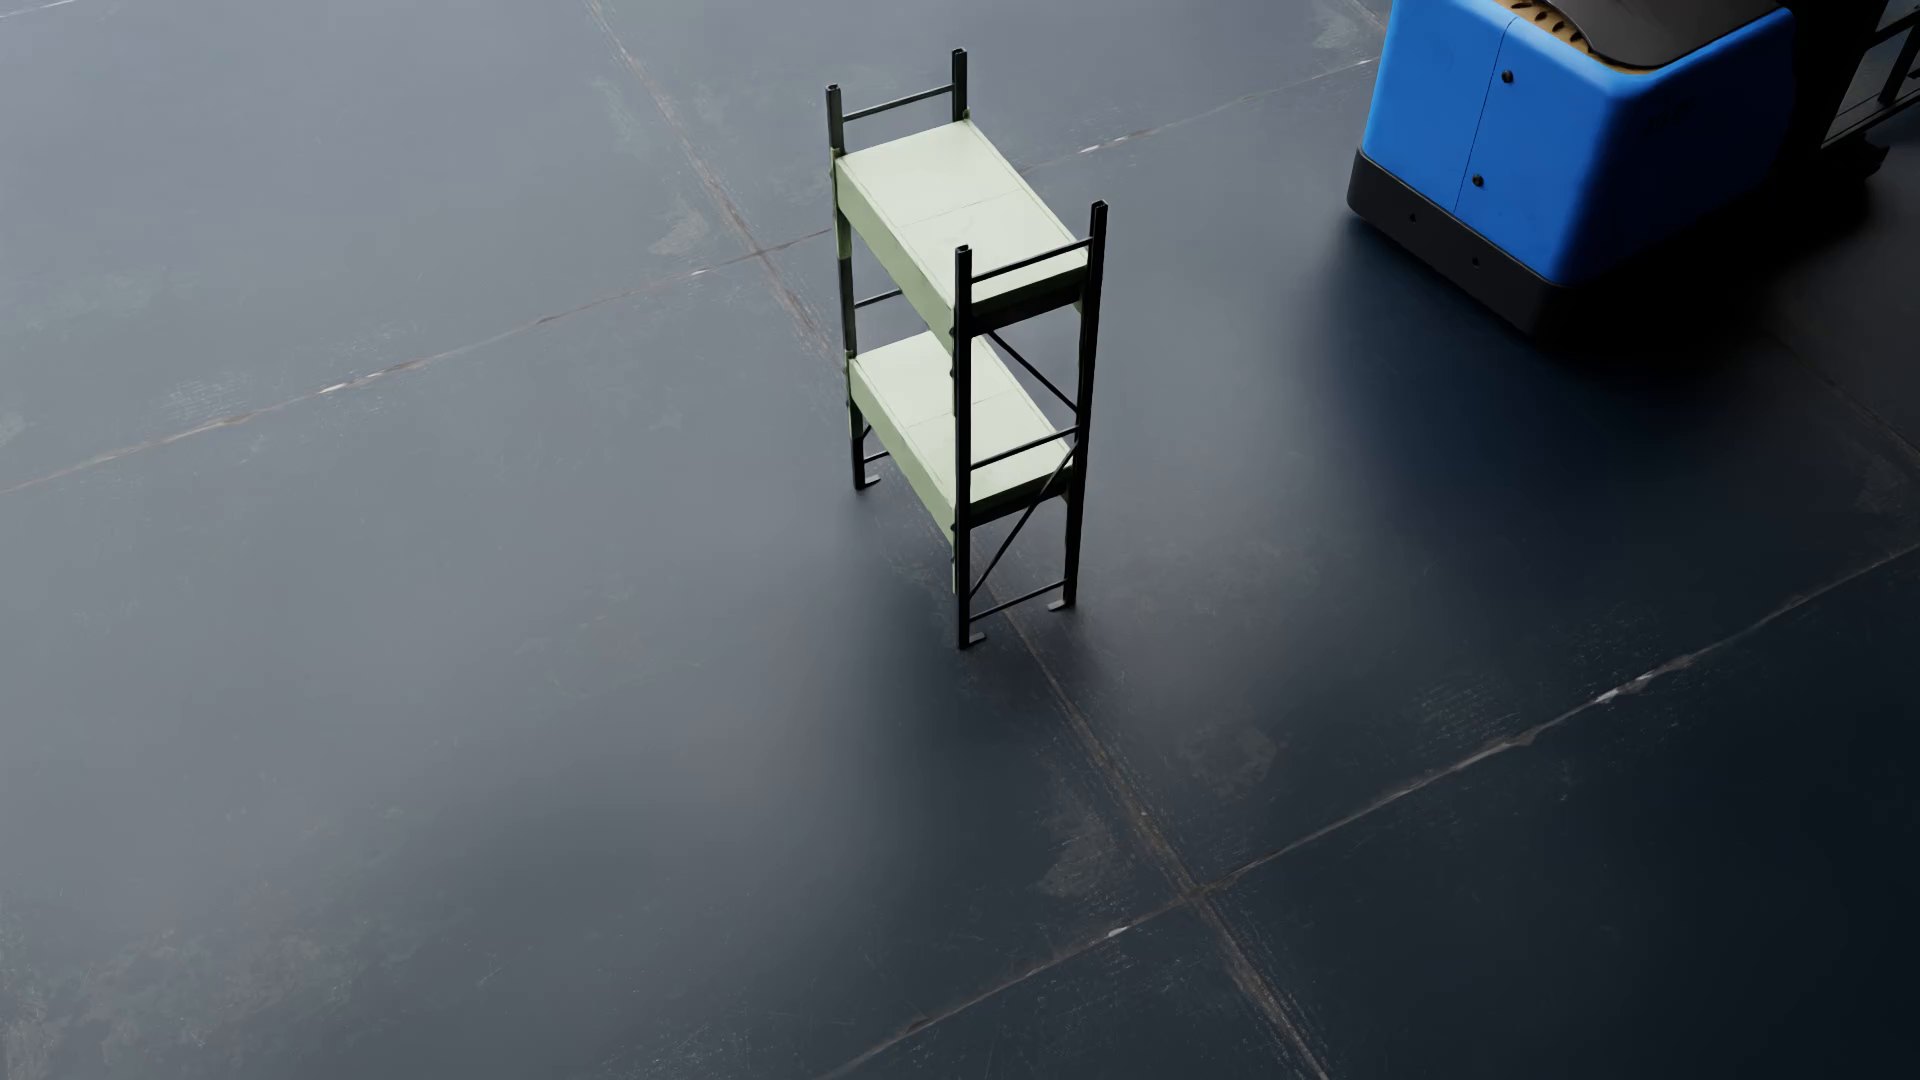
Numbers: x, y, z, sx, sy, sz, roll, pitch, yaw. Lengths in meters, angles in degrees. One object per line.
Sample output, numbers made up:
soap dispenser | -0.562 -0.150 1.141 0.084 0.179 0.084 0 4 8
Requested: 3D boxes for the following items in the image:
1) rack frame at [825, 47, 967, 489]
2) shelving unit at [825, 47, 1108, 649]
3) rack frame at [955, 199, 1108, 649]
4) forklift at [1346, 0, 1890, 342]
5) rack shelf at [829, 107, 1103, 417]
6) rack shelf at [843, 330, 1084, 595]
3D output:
rack frame | -0.164 -0.734 4.896 0.400 1.500 0.023 -21 52 -18
shelving unit | 0.003 -0.489 4.682 0.431 1.500 0.755 -21 52 -18
rack frame | 0.171 -0.244 4.467 0.400 1.500 0.023 -21 52 -18
forklift | 2.953 -2.555 5.537 3.031 2.935 1.130 -28 55 -23
rack shelf | 0.003 -0.746 4.388 0.431 0.370 0.720 -21 52 -18
rack shelf | 0.003 -0.275 4.927 0.431 0.370 0.720 -21 52 -18
